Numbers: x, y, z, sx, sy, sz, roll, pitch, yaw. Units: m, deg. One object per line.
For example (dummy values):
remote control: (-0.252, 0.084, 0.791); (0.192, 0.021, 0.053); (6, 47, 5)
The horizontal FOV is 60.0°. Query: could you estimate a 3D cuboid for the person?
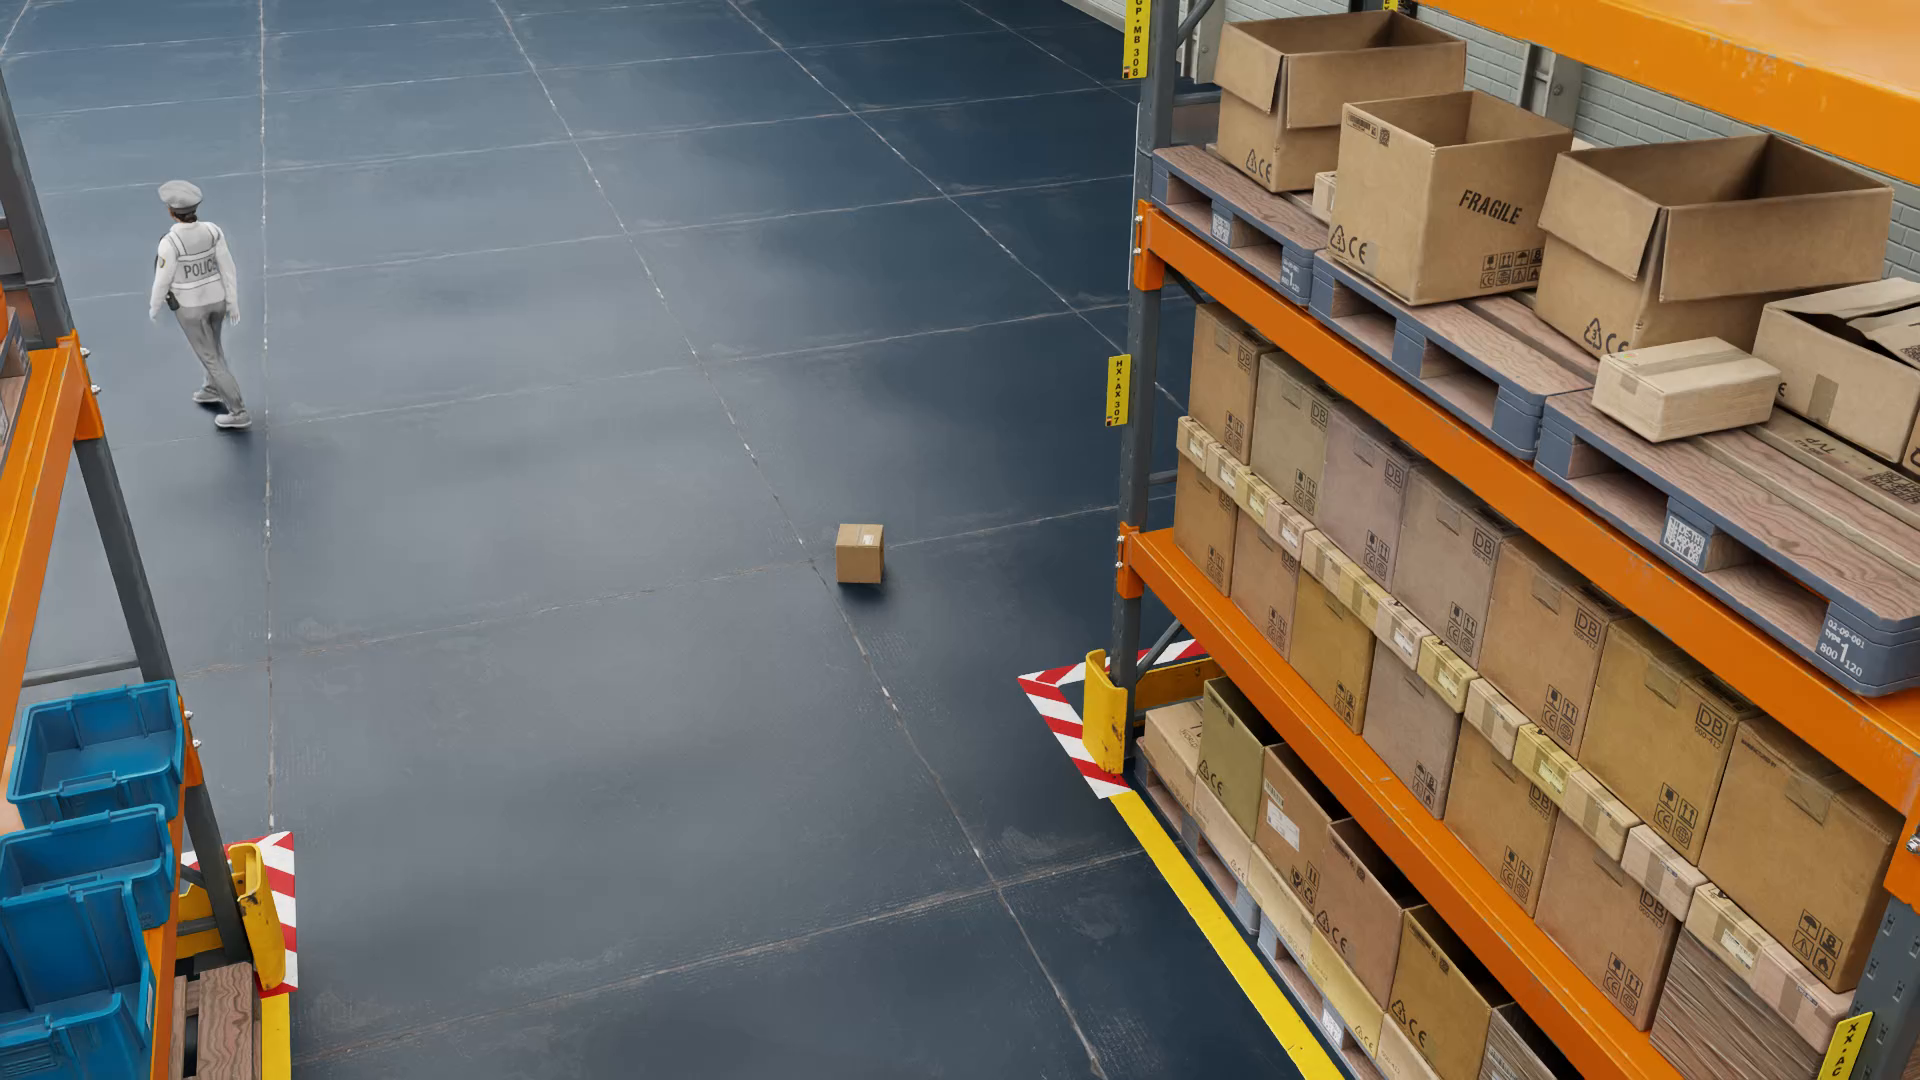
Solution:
person: (-5.113, -1.570, 10.998); (0.755, 1.675, 0.490); (14, 33, 23)
